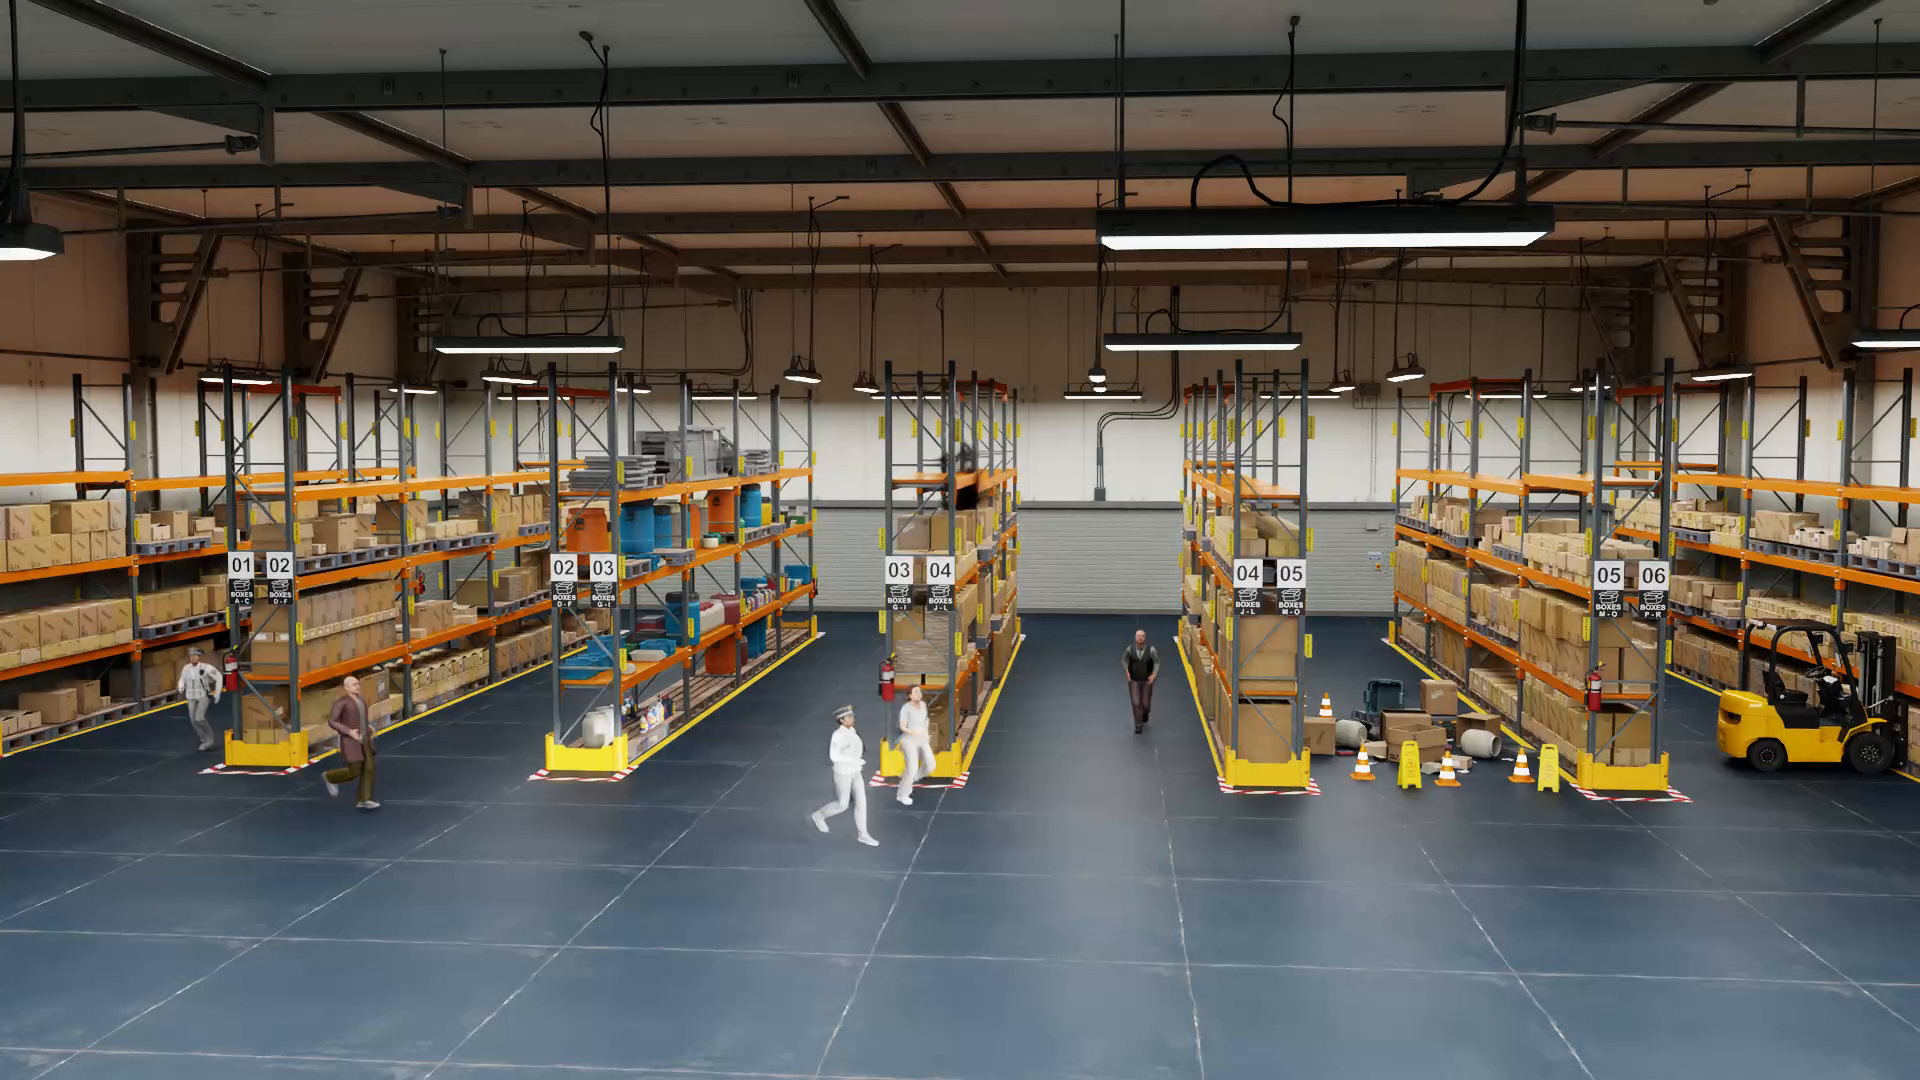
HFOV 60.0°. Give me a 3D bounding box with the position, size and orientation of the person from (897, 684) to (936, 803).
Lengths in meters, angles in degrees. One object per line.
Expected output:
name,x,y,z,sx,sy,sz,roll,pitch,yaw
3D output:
person,-0.572,2.734,22.285,0.596,1.614,0.651,-3,5,-42

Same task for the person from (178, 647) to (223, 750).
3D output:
person,-11.869,2.472,25.906,0.635,1.644,0.649,0,4,3

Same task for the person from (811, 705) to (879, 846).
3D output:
person,-1.382,2.829,20.133,0.901,1.692,0.616,2,4,28

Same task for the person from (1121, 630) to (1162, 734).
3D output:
person,3.014,2.342,27.709,0.679,1.690,0.701,1,4,8

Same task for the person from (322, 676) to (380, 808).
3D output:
person,-8.048,2.722,22.073,0.888,1.666,0.710,2,4,24
